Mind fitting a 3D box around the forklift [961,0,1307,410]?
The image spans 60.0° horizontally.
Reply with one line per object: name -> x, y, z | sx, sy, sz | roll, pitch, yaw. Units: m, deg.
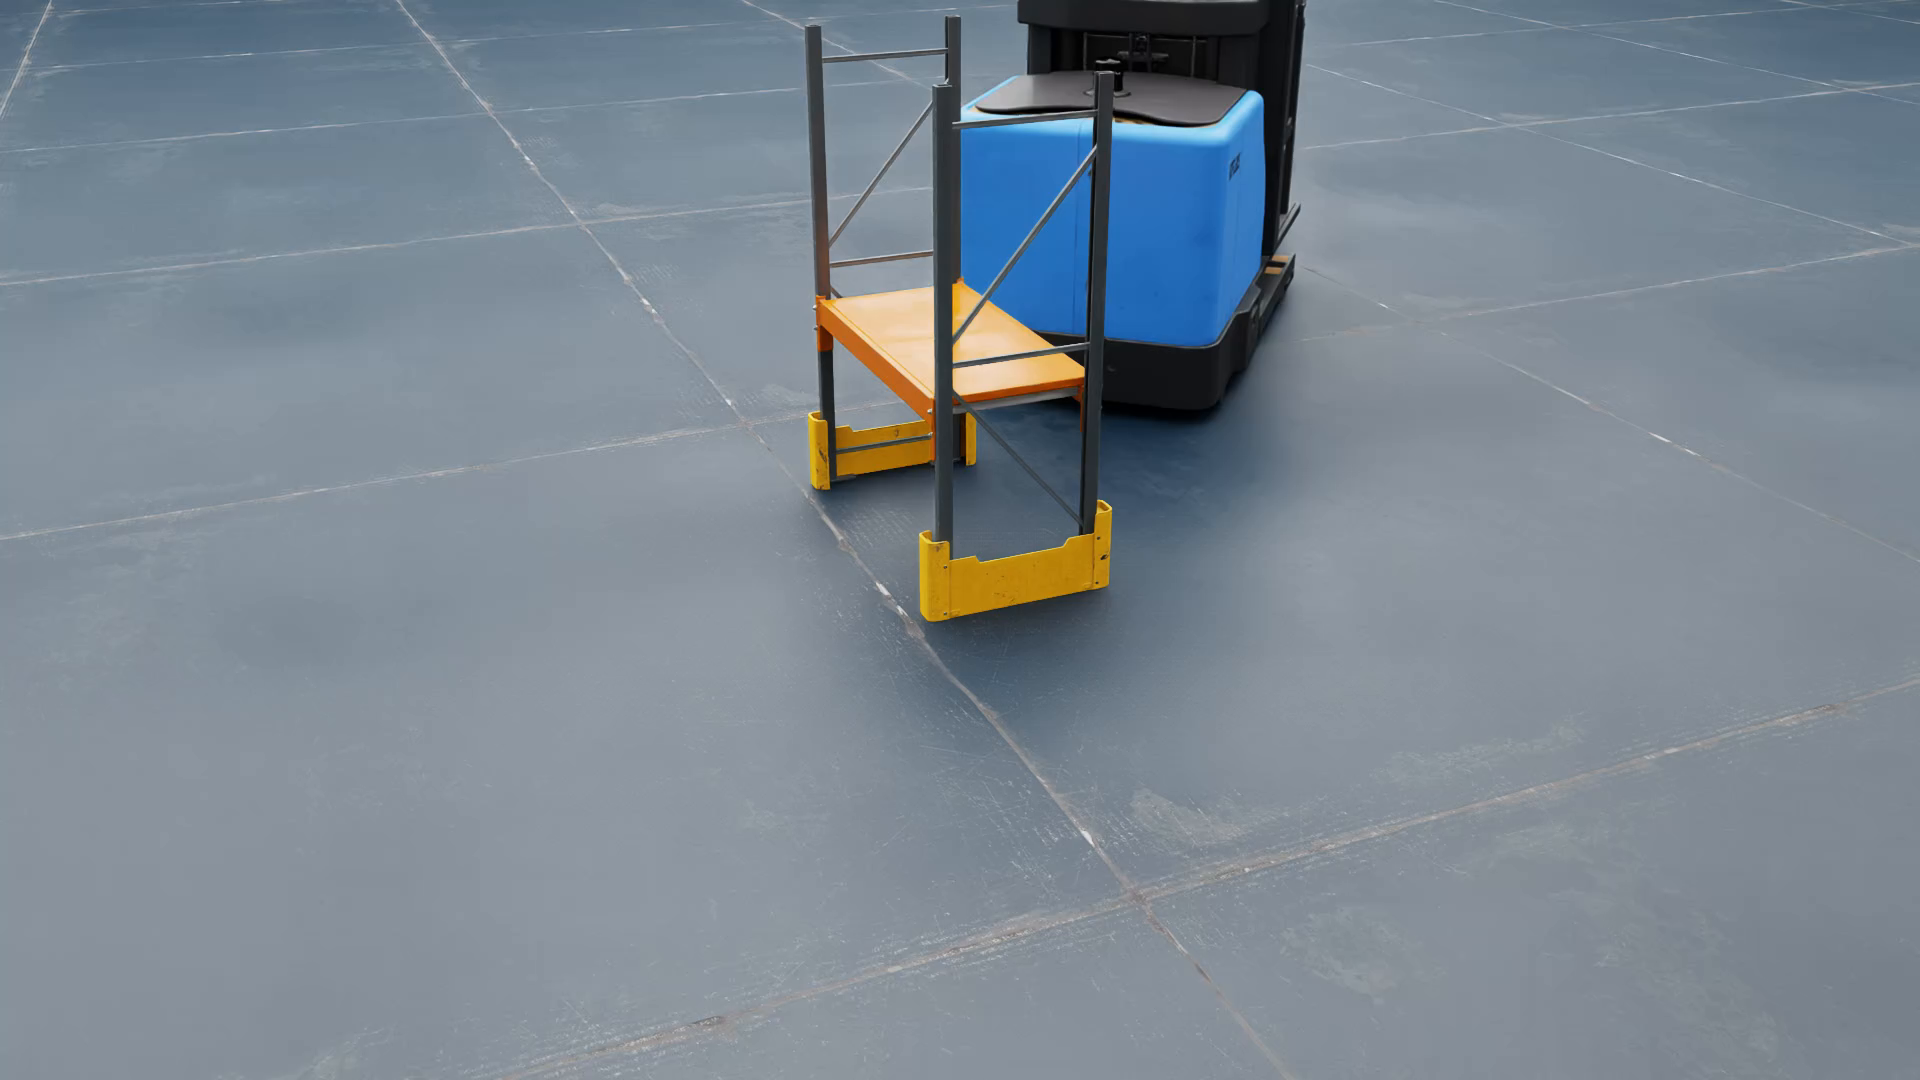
forklift -> 0.891, -2.415, 6.855 | 1.130, 2.935, 3.031 | 8, 27, 17

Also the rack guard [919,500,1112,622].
rack guard -> 0.165, 0.058, 4.846 | 0.587, 0.250, 0.087 | -11, 28, -21

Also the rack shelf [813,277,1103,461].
rack shelf -> -0.033, -0.547, 5.070 | 0.538, 0.185, 1.000 | -11, 28, -21

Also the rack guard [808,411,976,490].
rack guard -> -0.225, -0.344, 5.670 | 0.587, 0.250, 0.087 | -11, 28, -21

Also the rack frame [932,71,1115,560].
rack frame -> 0.166, -0.503, 4.571 | 0.500, 1.500, 0.032 | -11, 28, -21

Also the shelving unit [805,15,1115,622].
shelving unit -> -0.030, -0.705, 4.984 | 0.587, 1.500, 1.083 | -11, 28, -21

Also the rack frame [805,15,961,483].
rack frame -> -0.232, -0.914, 5.412 | 0.500, 1.500, 0.032 | -11, 28, -21
